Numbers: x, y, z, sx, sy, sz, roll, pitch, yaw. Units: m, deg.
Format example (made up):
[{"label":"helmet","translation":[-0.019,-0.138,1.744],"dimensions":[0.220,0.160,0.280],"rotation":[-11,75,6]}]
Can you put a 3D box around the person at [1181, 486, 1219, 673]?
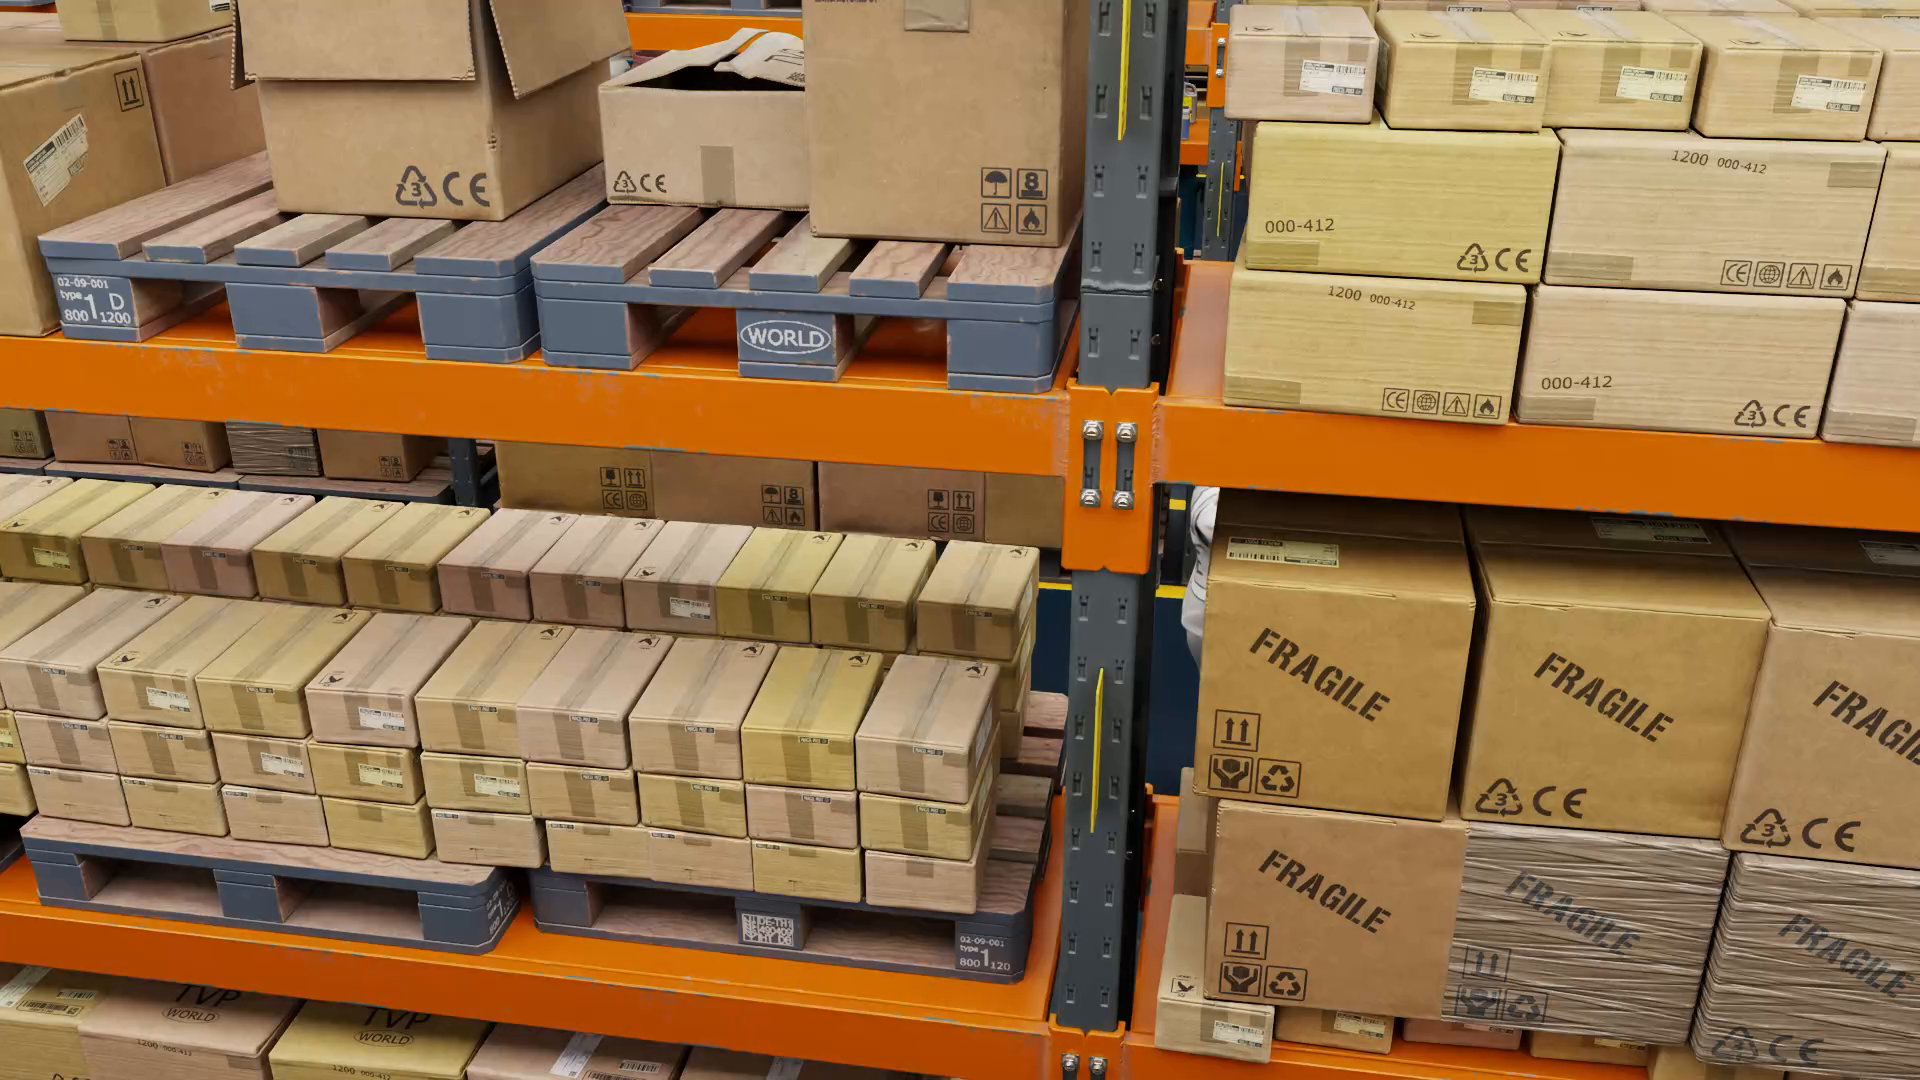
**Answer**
[{"label":"person","translation":[1.134,0.317,6.394],"dimensions":[0.565,1.767,0.494],"rotation":[5,25,10]}]
